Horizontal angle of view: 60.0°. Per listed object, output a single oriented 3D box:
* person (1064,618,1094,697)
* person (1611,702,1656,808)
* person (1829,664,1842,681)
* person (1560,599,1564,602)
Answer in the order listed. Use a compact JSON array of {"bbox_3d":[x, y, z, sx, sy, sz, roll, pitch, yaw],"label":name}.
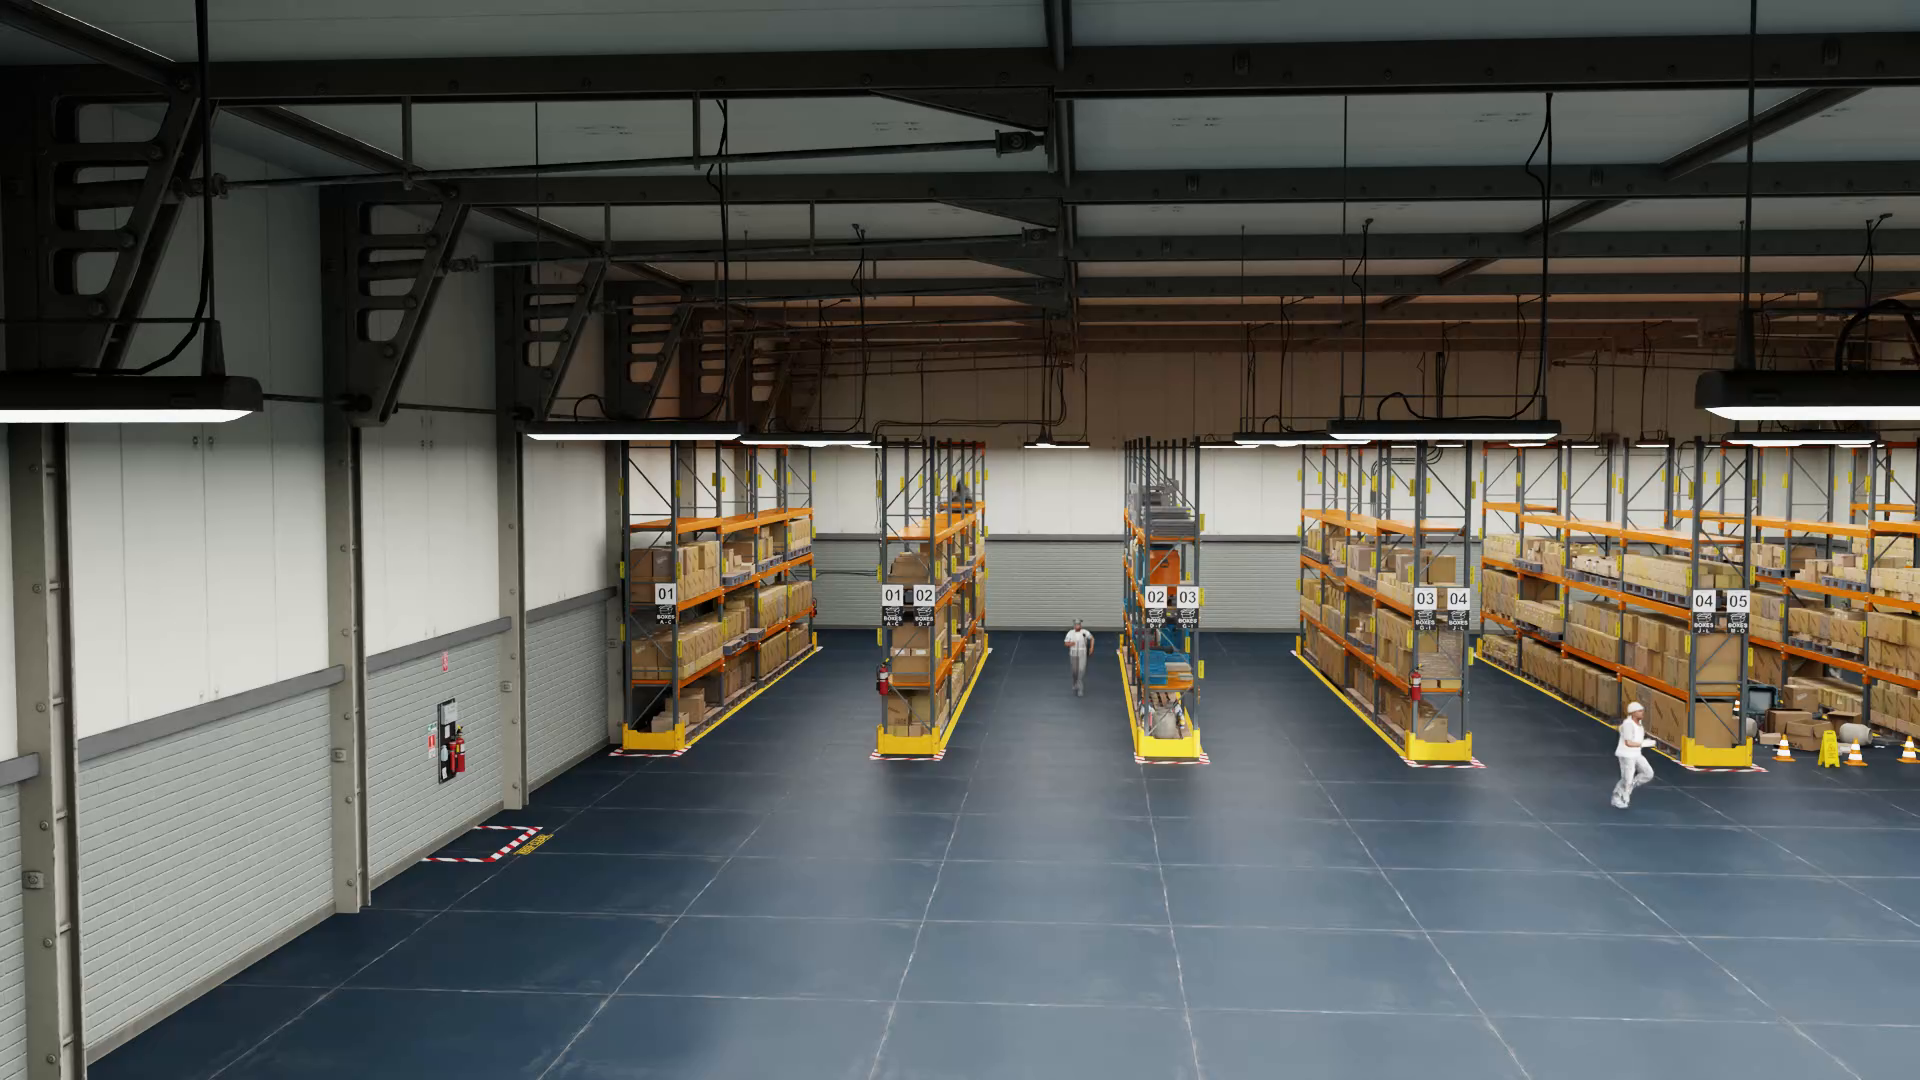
[{"bbox_3d":[2.793,2.739,39.226,0.669,1.786,0.978,1,3,12],"label":"person"},{"bbox_3d":[10.713,3.425,26.429,0.728,1.722,0.726,3,4,42],"label":"person"},{"bbox_3d":[20.851,2.743,39.549,0.707,1.739,0.566,0,3,6],"label":"person"},{"bbox_3d":[16.678,2.456,46.032,0.535,1.684,0.901,0,3,-8],"label":"person"}]
